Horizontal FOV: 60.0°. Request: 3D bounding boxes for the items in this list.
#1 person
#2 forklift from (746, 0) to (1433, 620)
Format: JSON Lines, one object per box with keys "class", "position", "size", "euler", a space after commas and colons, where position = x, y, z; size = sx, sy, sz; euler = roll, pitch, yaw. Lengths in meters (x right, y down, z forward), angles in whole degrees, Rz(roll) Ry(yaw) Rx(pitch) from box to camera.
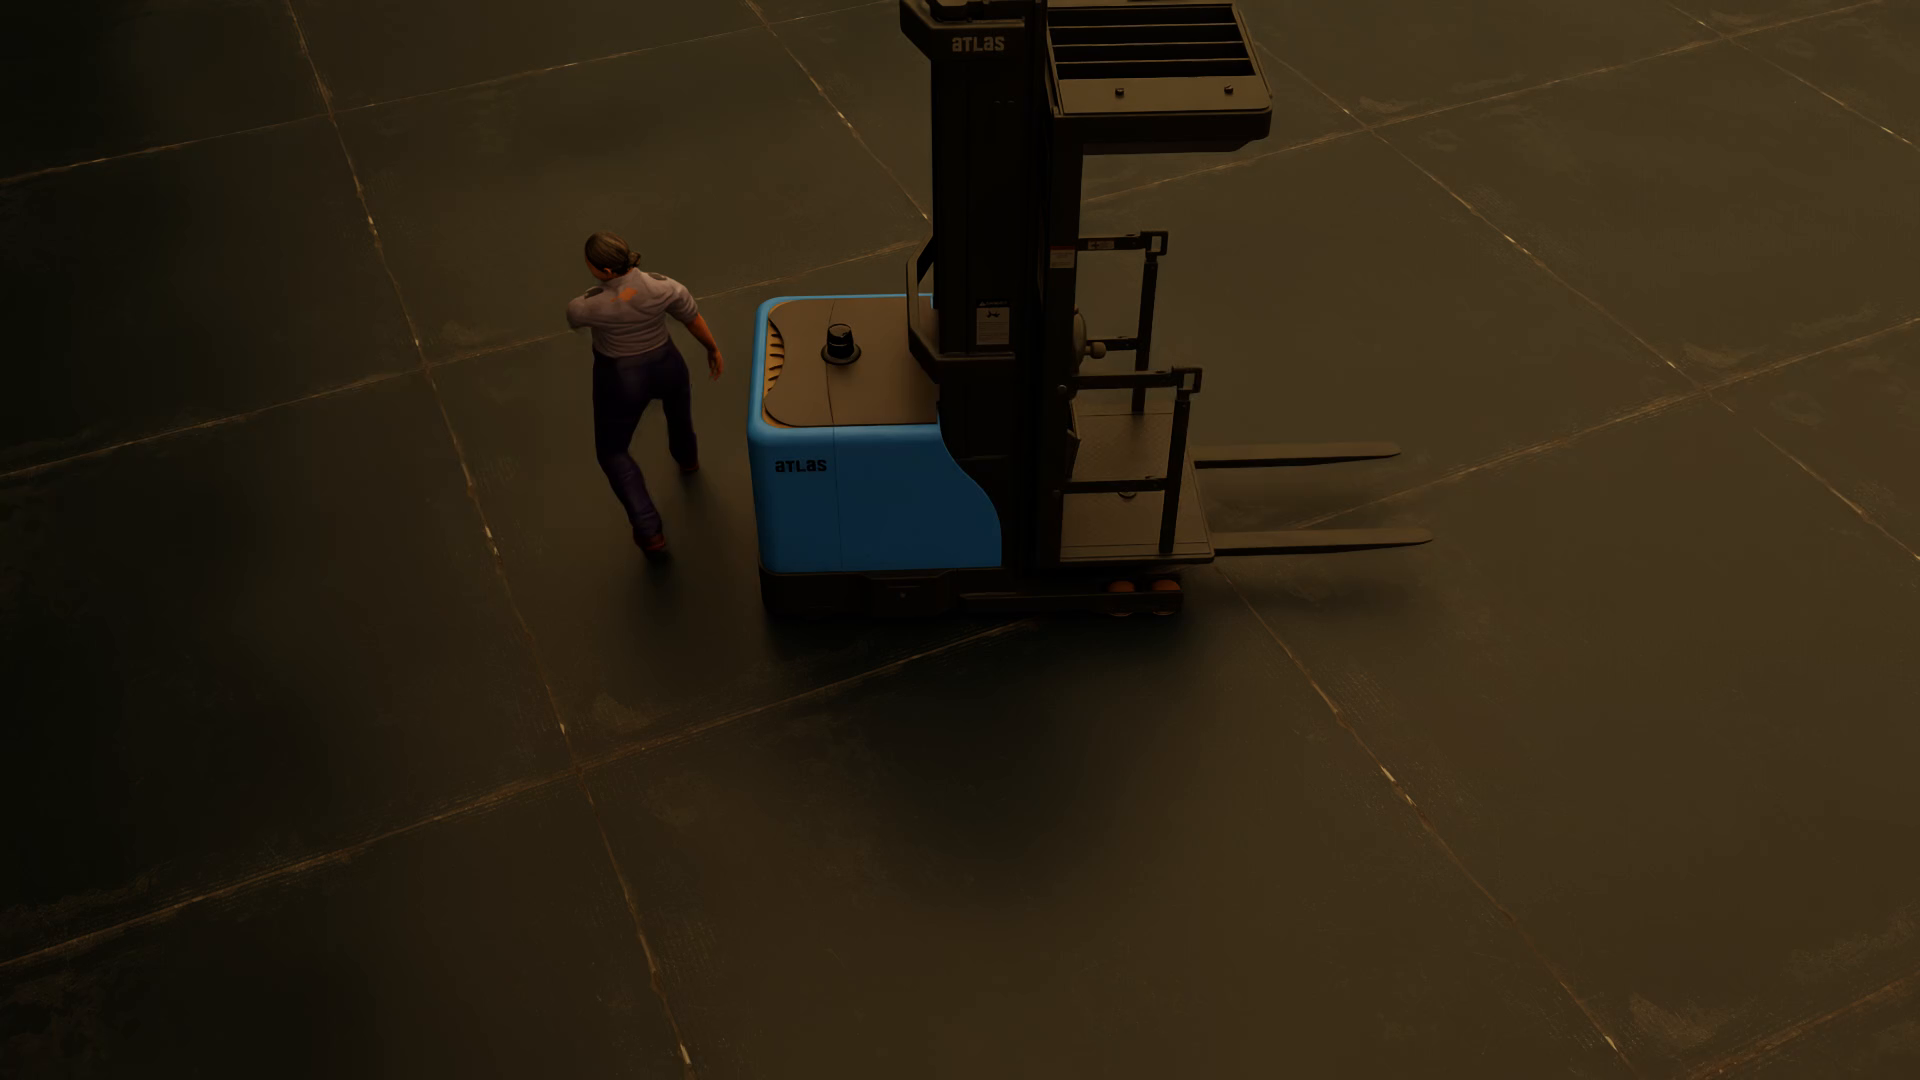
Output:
{"class": "person", "position": [-1.405, -0.784, 7.543], "size": [0.657, 1.561, 0.806], "euler": [-23, 48, -23]}
{"class": "forklift", "position": [0.610, -1.090, 6.848], "size": [3.031, 2.935, 1.130], "euler": [-2, 43, -2]}
